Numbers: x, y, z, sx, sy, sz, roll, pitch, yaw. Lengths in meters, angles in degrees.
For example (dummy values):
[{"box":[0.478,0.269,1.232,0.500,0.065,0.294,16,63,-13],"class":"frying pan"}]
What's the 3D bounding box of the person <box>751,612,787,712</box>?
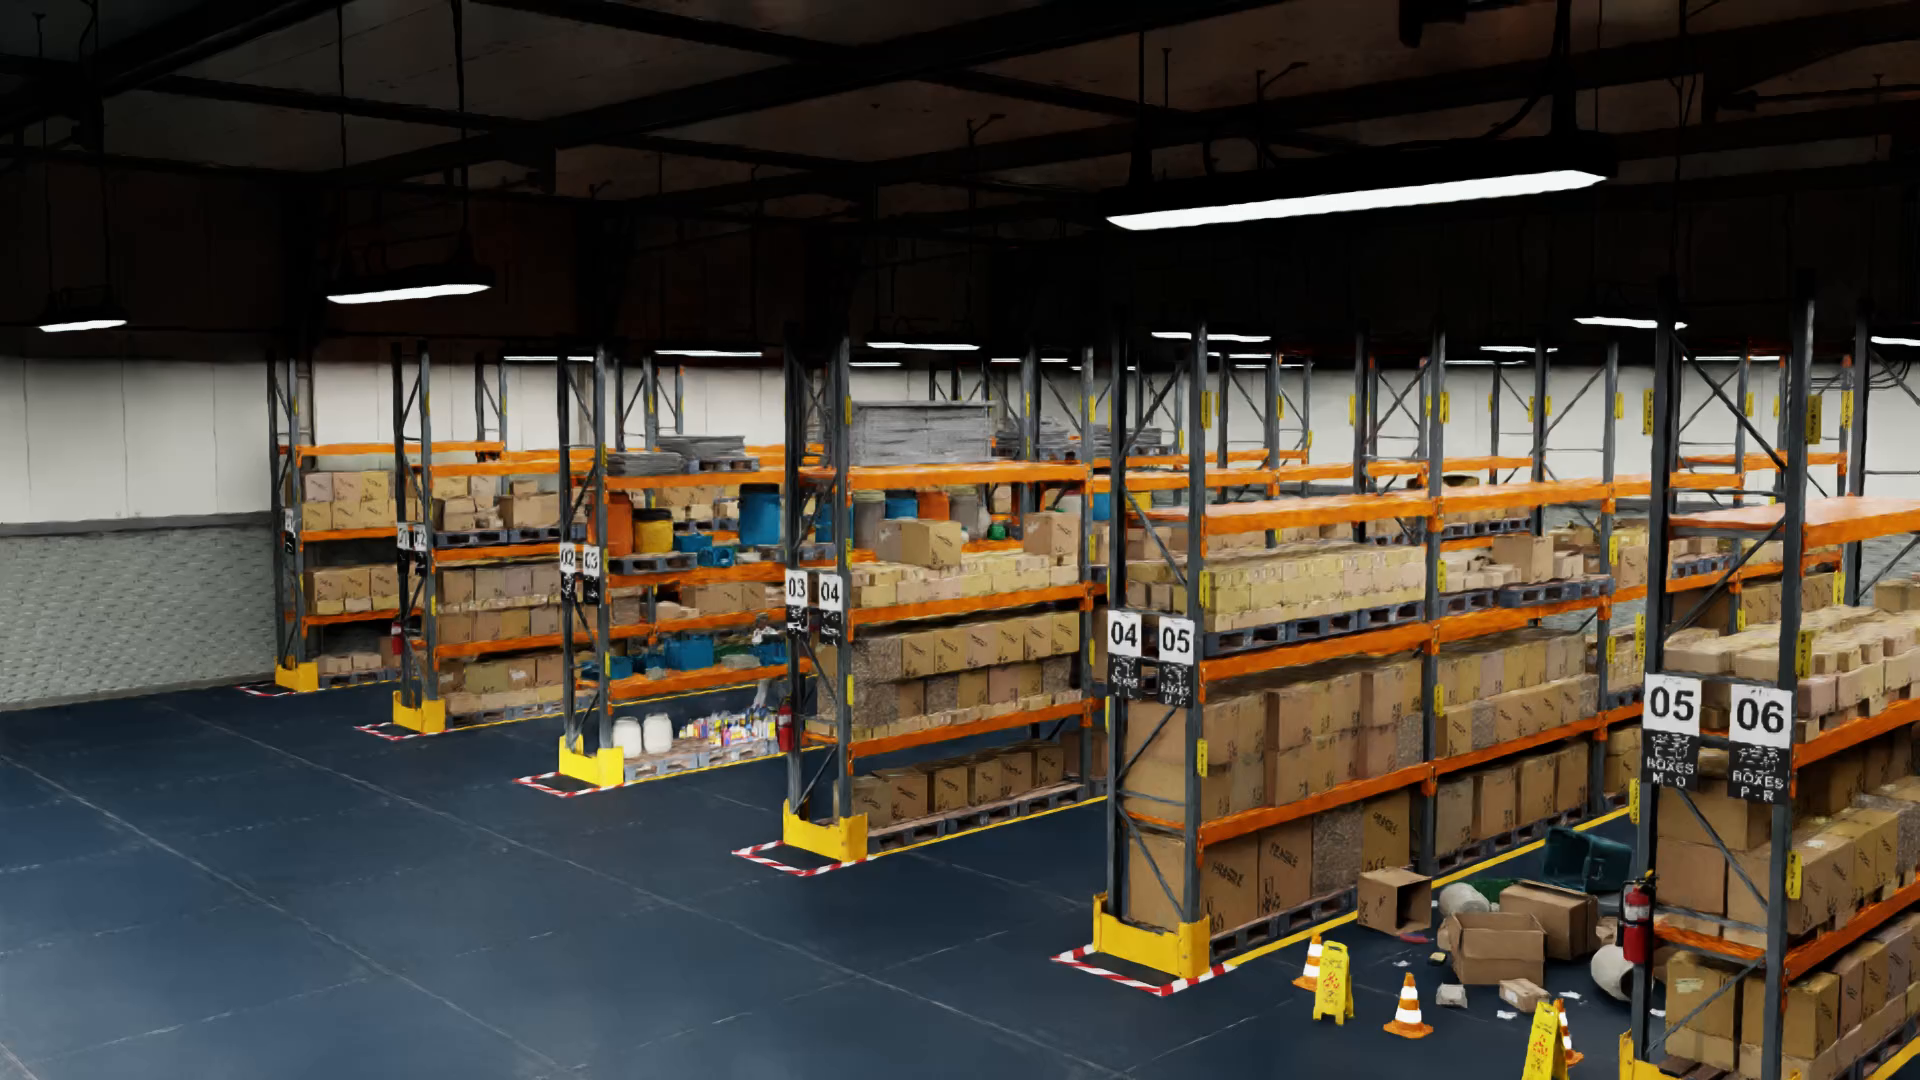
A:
[{"box":[-3.168,1.983,26.929,1.109,1.675,0.542,-4,7,-42],"class":"person"}]
